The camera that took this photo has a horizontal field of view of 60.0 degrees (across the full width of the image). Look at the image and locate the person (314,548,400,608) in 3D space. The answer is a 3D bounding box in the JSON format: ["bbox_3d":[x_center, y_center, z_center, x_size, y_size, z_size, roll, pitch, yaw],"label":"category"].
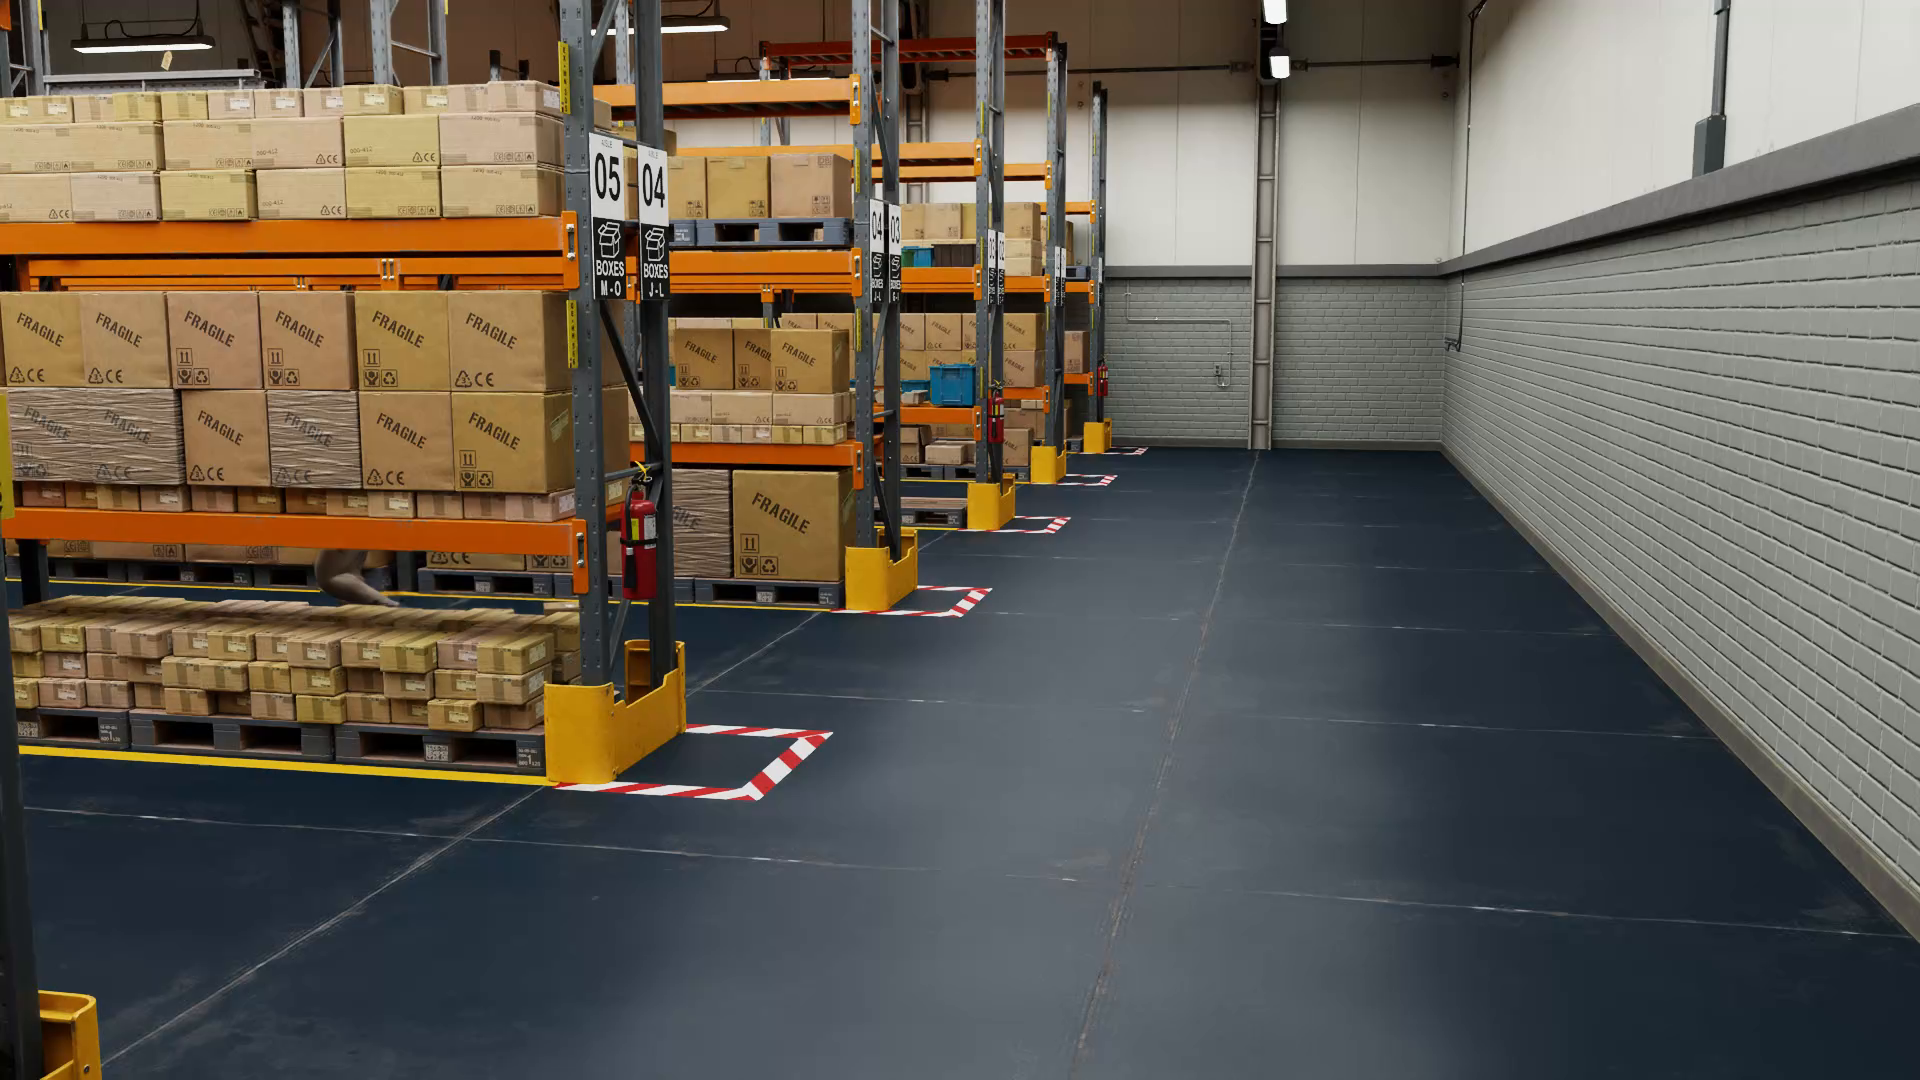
[{"bbox_3d":[-4.176,-0.110,11.488,0.577,1.713,0.554,-1,8,-7],"label":"person"}]
